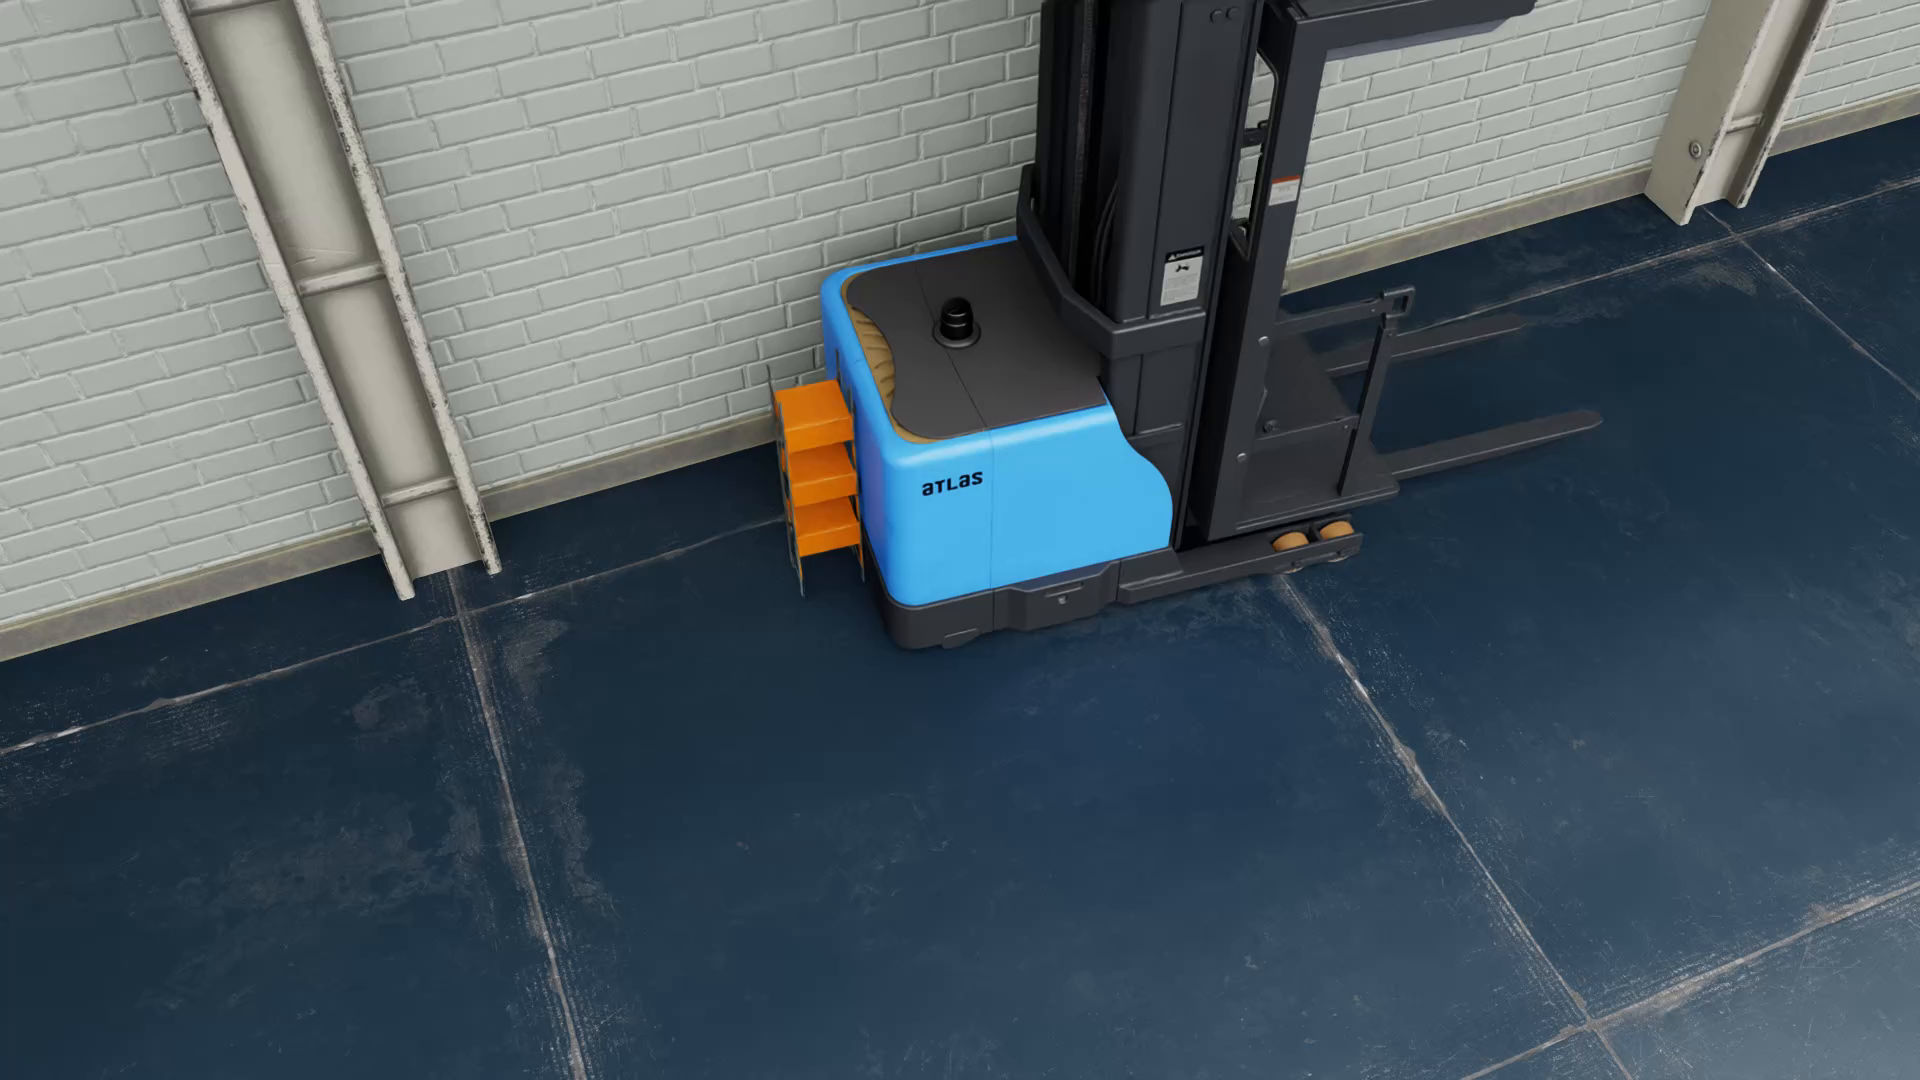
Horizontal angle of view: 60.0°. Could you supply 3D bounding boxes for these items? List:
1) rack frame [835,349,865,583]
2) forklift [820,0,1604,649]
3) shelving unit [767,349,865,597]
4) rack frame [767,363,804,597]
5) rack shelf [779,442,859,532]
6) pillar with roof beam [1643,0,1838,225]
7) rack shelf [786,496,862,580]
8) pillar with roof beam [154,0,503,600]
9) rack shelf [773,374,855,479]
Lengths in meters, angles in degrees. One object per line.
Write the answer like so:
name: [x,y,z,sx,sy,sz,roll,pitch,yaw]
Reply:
rack frame: [-0.401,-0.249,6.112,0.008,1.050,0.200,-13,51,-11]
forklift: [1.055,-1.199,5.688,3.031,2.935,1.130,-13,51,-11]
shelving unit: [-0.518,-0.222,6.089,0.252,1.050,0.215,-13,51,-11]
rack frame: [-0.634,-0.195,6.066,0.008,1.050,0.200,-13,51,-11]
rack shelf: [-0.518,-0.215,6.097,0.240,0.259,0.215,-13,51,-11]
pillar with roof beam: [5.157,-1.561,1.999,0.400,9.000,9.100,-17,52,-14]
rack shelf: [-0.518,-0.034,6.308,0.240,0.259,0.215,-13,51,-11]
pillar with roof beam: [-0.398,0.160,0.521,0.400,9.000,9.100,-17,52,-14]
rack shelf: [-0.518,-0.400,5.882,0.240,0.259,0.215,-13,51,-11]
